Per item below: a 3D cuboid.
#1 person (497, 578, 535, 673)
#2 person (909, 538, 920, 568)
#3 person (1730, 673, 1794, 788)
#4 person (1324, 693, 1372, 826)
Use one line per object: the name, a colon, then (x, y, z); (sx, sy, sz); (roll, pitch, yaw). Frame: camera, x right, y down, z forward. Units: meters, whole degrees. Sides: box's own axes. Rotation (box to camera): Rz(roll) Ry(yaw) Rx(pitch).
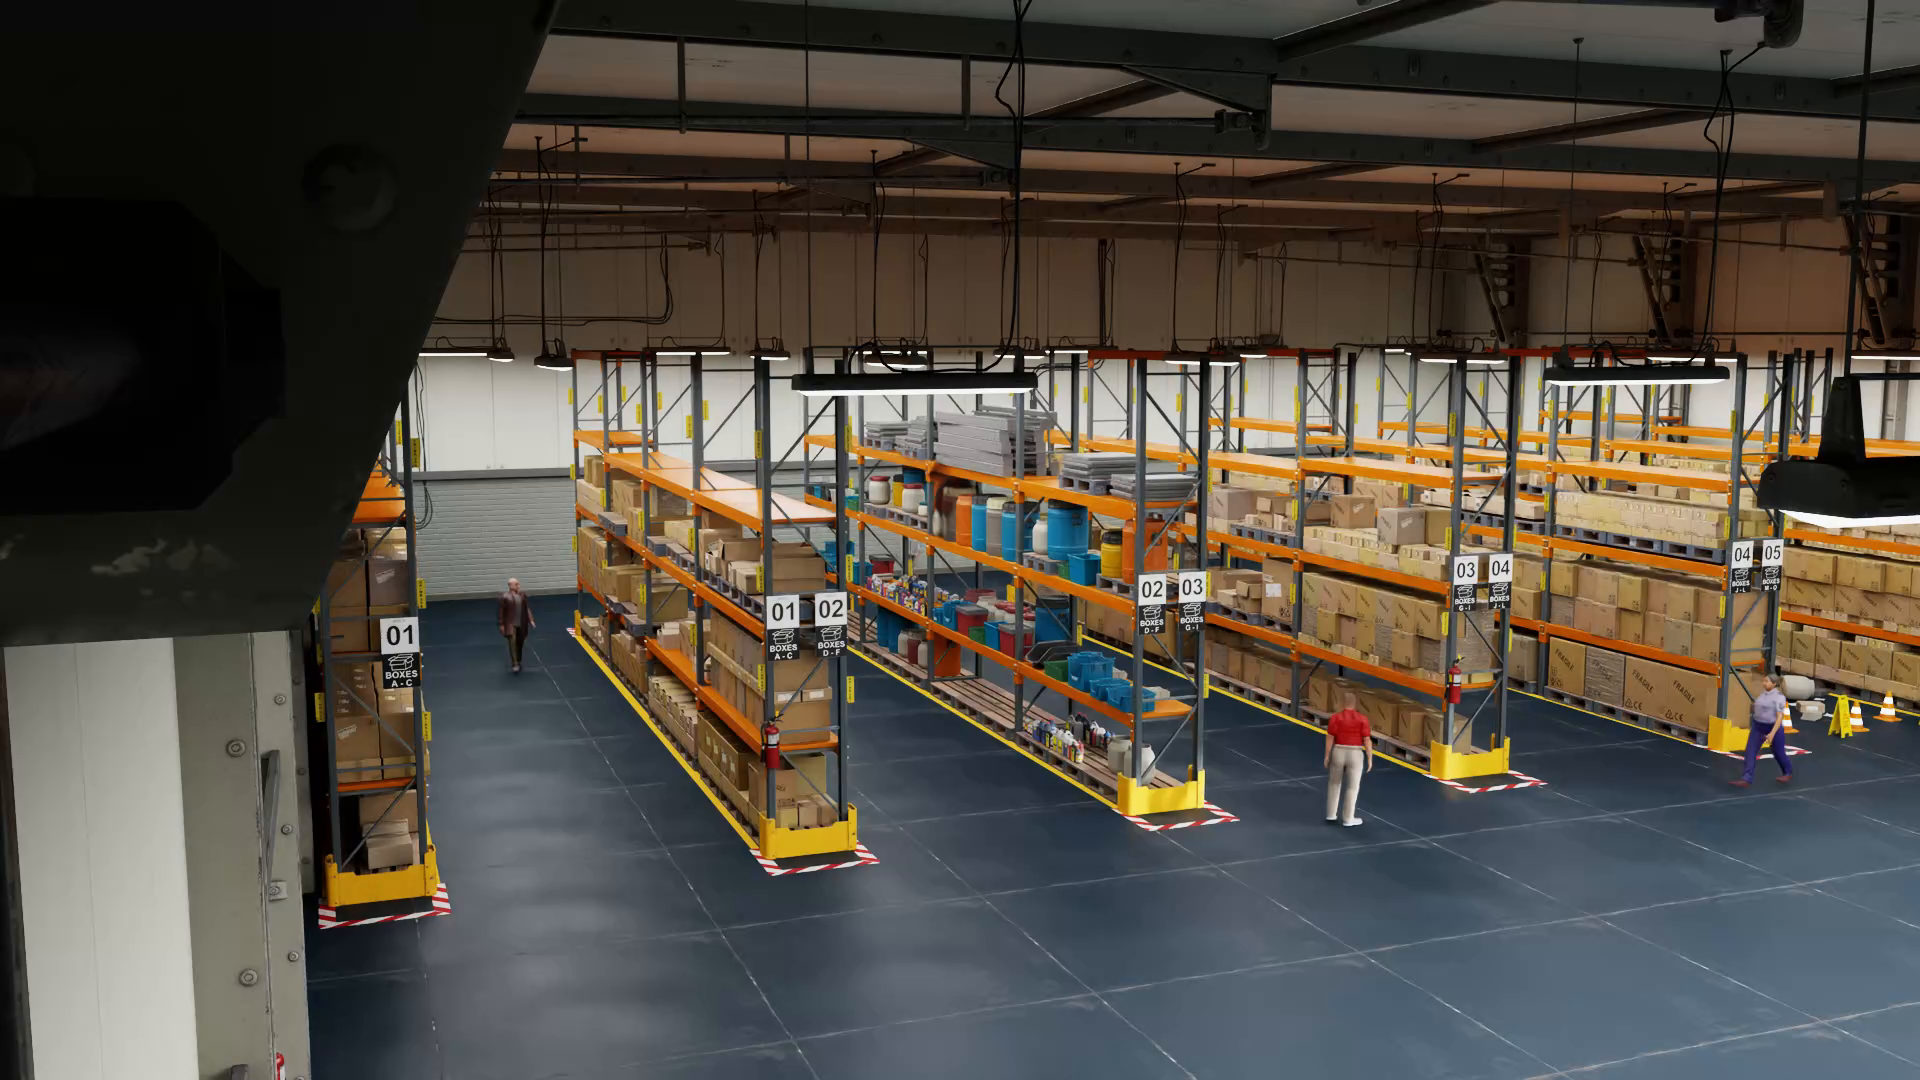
person: (-8.313, 1.578, 31.163); (0.676, 1.719, 1.120); (-3, 8, -23)
person: (-1.210, 0.367, 41.786); (0.458, 1.606, 0.392); (-6, 9, -39)
person: (11.263, 2.653, 23.206); (1.004, 1.602, 0.488); (-5, 9, -36)
person: (5.029, 2.825, 21.502); (0.600, 1.751, 0.475); (3, 8, 25)
